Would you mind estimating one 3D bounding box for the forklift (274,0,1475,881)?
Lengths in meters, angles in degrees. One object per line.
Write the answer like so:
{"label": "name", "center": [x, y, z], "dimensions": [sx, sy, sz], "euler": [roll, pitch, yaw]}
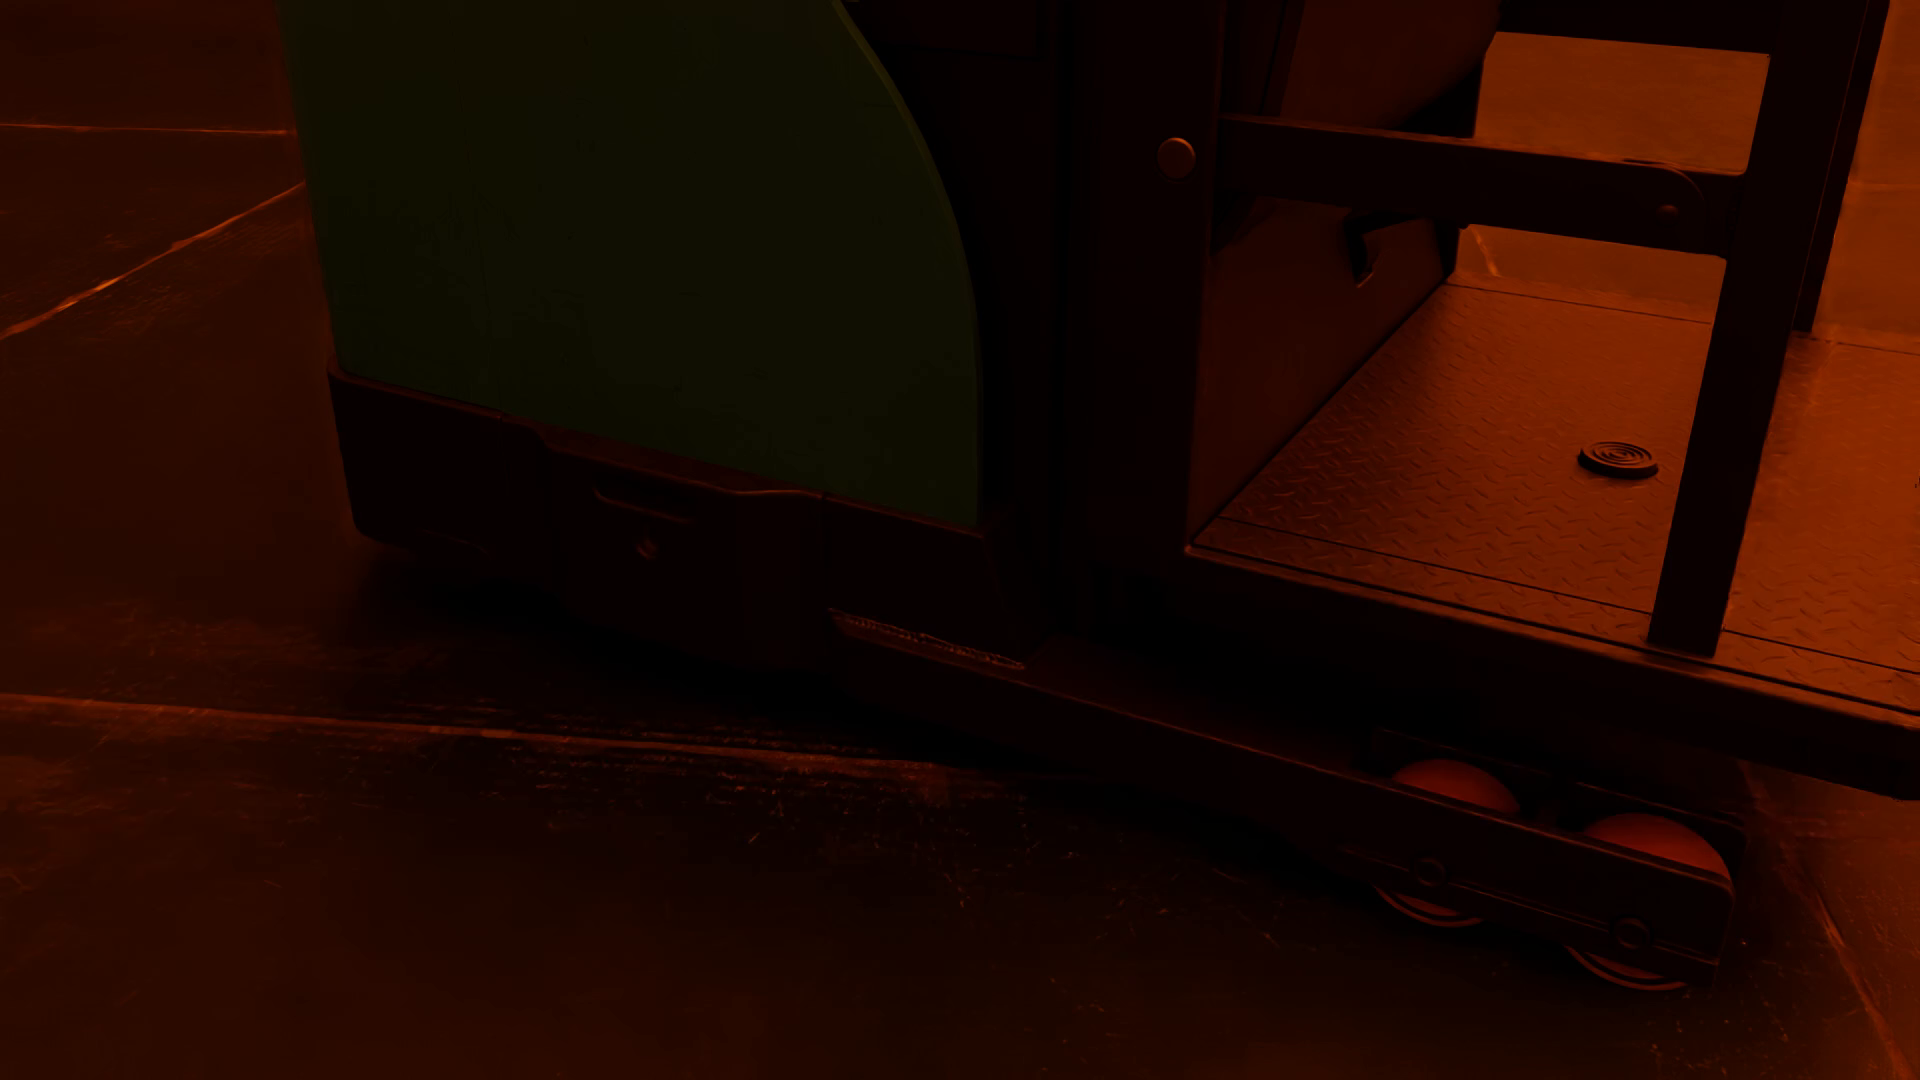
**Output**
{"label": "forklift", "center": [0.036, -1.597, 2.417], "dimensions": [1.130, 2.935, 3.031], "euler": [2, 27, 4]}
